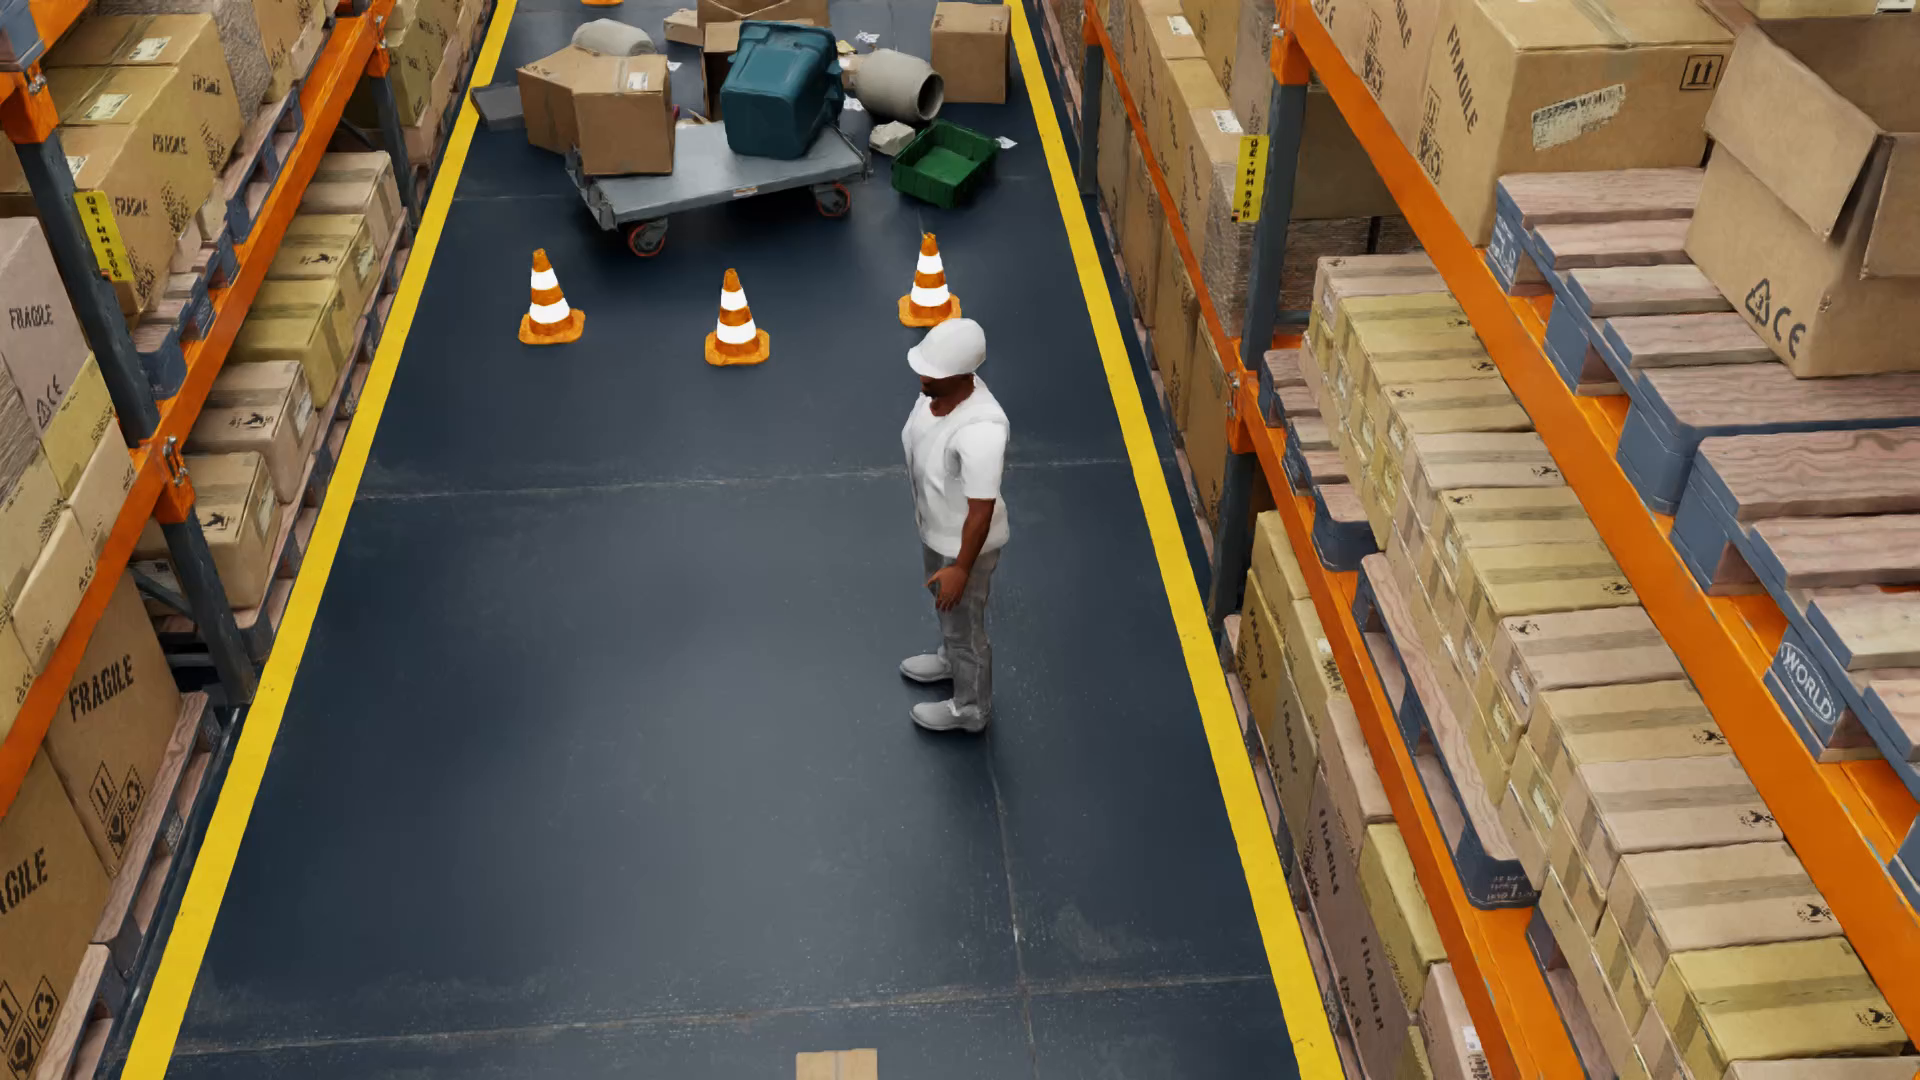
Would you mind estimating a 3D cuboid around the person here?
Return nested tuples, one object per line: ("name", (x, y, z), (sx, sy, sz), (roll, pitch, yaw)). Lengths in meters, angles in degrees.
("person", (-0.031, -0.037, 6.141), (0.384, 1.772, 0.627), (-11, 40, -13))
